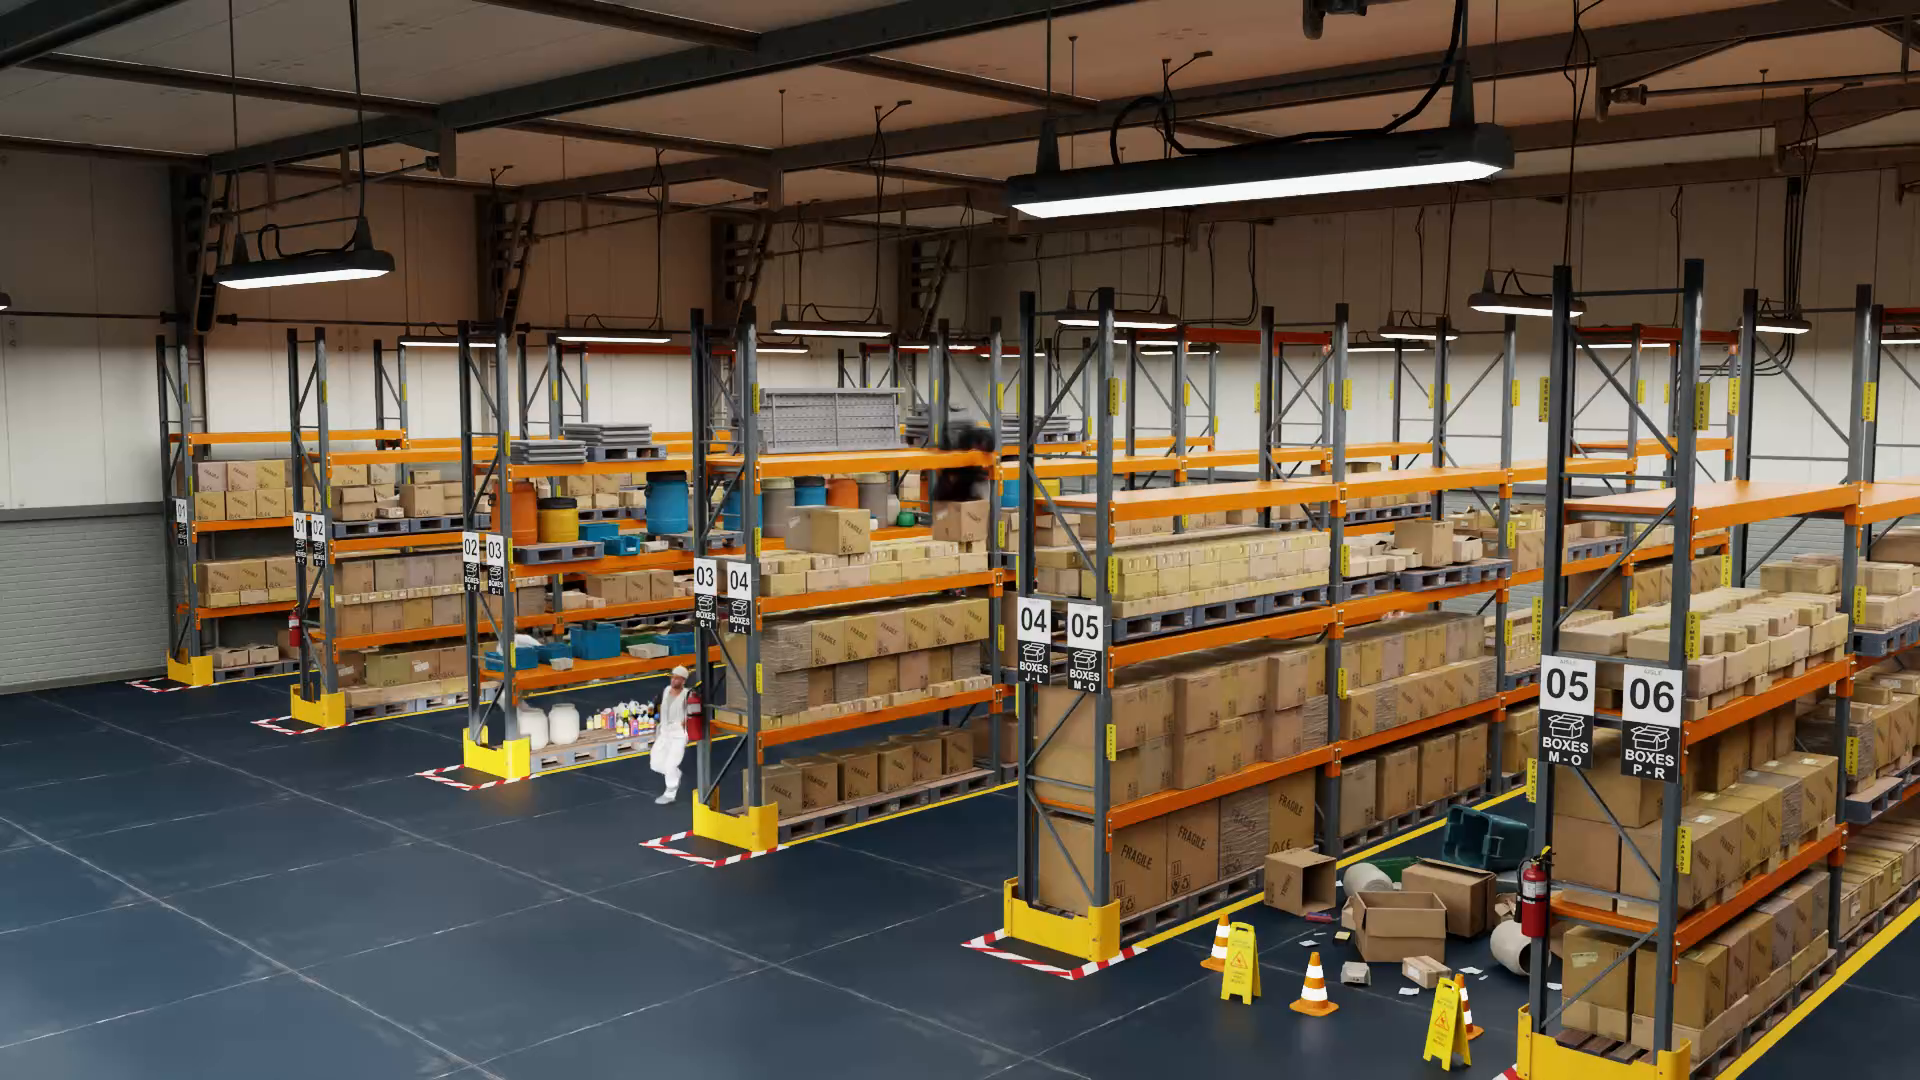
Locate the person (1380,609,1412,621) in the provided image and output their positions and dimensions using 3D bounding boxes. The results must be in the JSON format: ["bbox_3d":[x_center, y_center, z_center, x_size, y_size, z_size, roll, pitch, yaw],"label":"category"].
[{"bbox_3d":[7.026,1.779,26.752,0.666,1.802,0.766,5,8,45],"label":"person"}]

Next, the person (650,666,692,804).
[{"bbox_3d":[-3.447,2.379,20.267,0.646,1.723,0.585,3,6,29],"label":"person"}]

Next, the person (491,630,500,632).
[{"bbox_3d":[-8.222,1.503,29.611,0.608,1.809,0.909,5,7,43],"label":"person"}]

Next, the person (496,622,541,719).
[{"bbox_3d":[-6.473,2.106,24.180,0.757,1.538,0.846,5,8,44],"label":"person"}]
